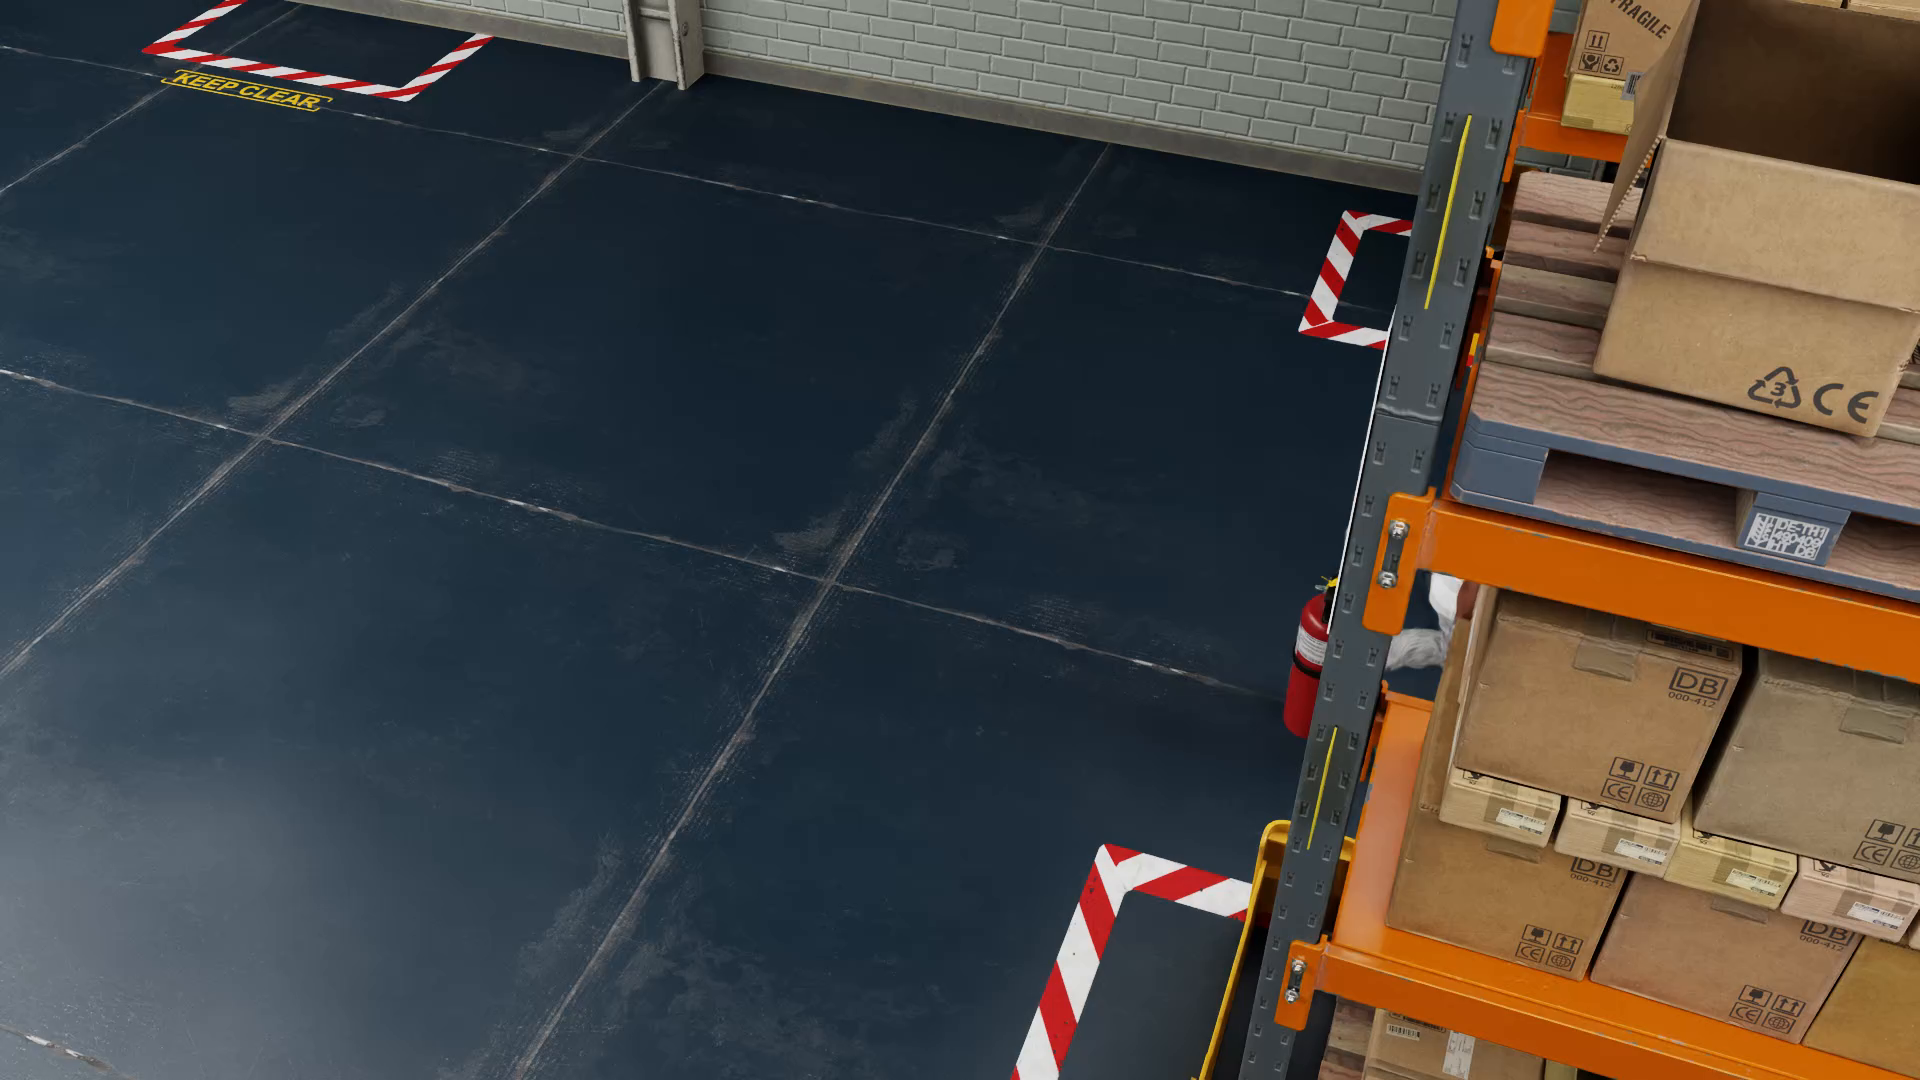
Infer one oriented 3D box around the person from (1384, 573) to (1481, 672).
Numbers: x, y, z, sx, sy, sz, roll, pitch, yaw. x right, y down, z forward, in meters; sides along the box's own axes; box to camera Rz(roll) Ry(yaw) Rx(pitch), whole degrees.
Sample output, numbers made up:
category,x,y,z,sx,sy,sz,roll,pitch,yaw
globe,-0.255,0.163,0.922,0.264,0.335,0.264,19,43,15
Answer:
category,x,y,z,sx,sy,sz,roll,pitch,yaw
person,1.794,0.168,5.951,0.872,1.760,0.561,15,43,17
